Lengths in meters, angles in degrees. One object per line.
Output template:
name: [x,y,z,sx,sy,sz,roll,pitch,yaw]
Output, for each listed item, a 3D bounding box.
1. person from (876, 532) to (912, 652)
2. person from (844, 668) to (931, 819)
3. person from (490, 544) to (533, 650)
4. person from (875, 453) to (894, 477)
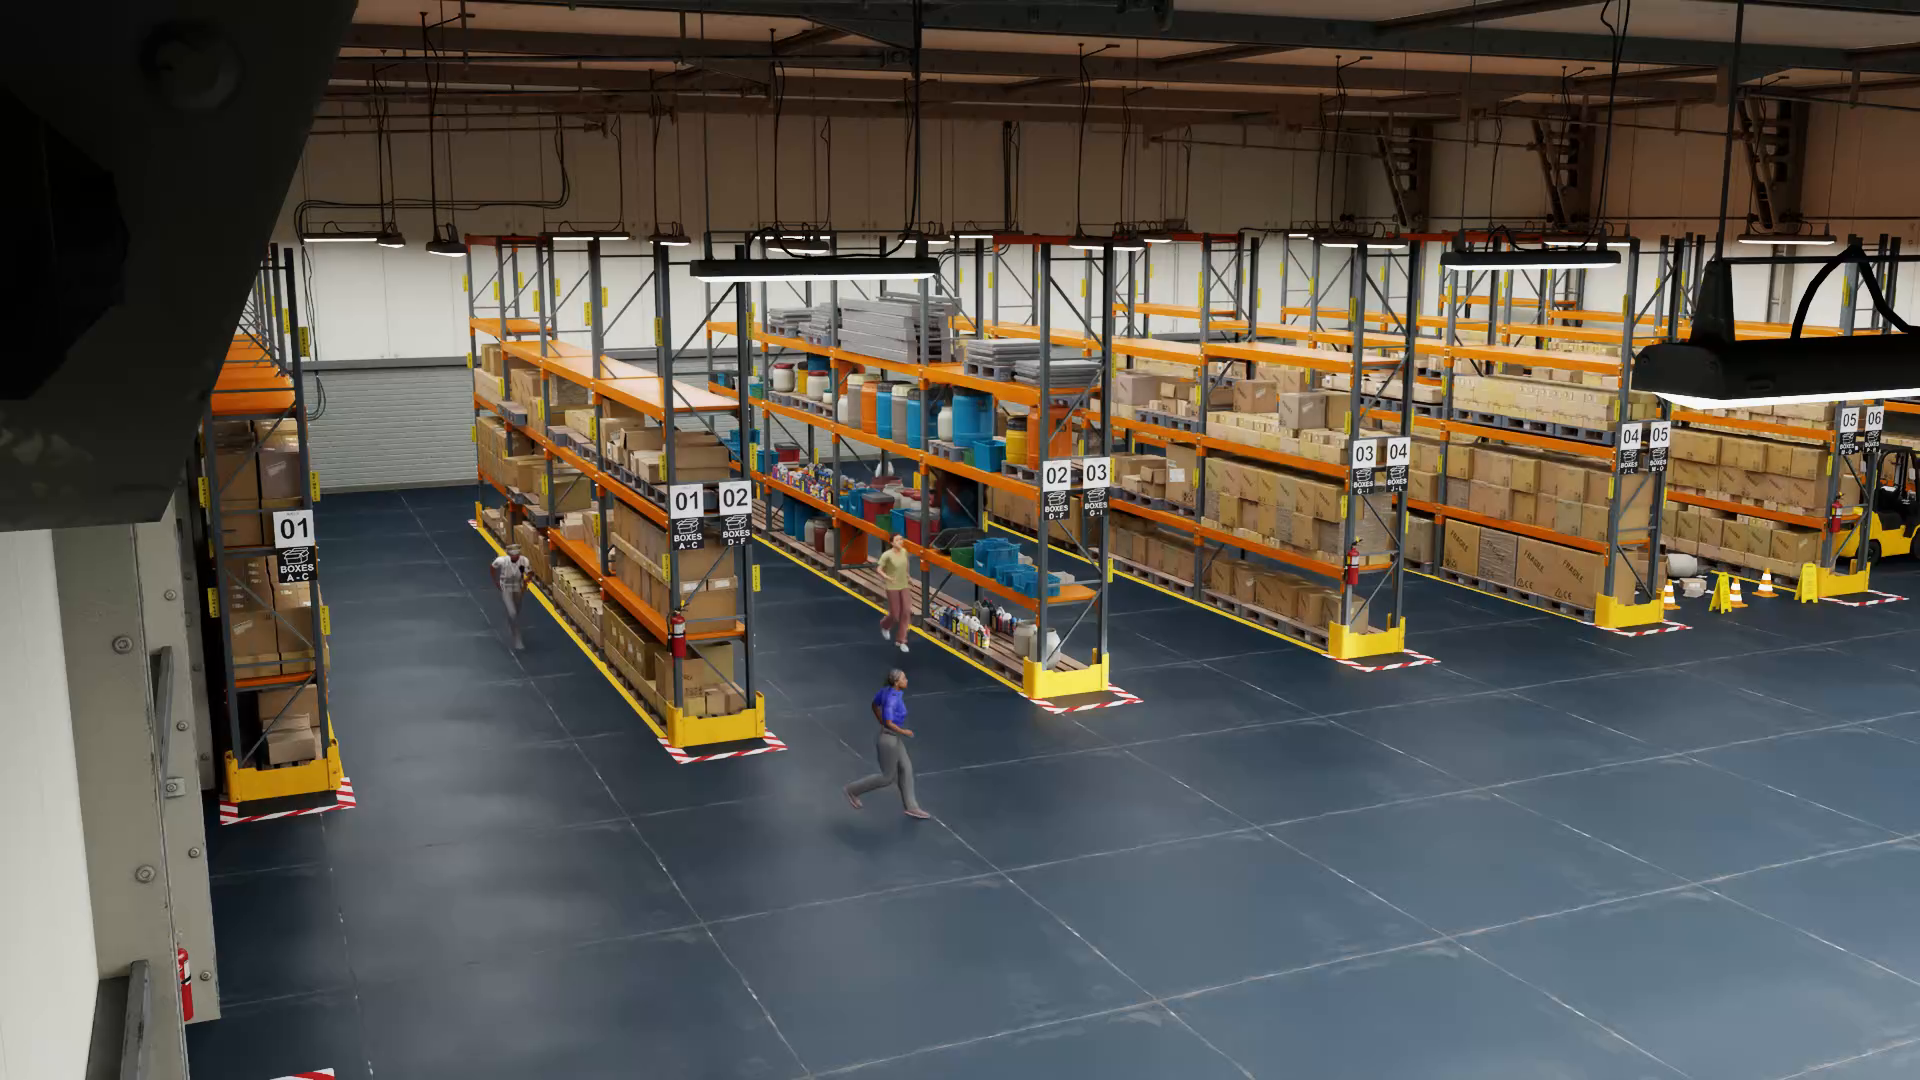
person: [-0.909,0.709,23.741,0.588,1.687,0.712,-7,13,-32]
person: [-0.782,2.169,17.690,0.928,1.650,0.599,-1,11,-5]
person: [-6.735,0.796,24.988,0.611,1.627,0.986,-4,12,-21]
person: [-1.552,-1.043,34.350,0.539,1.599,0.848,-8,14,-37]
